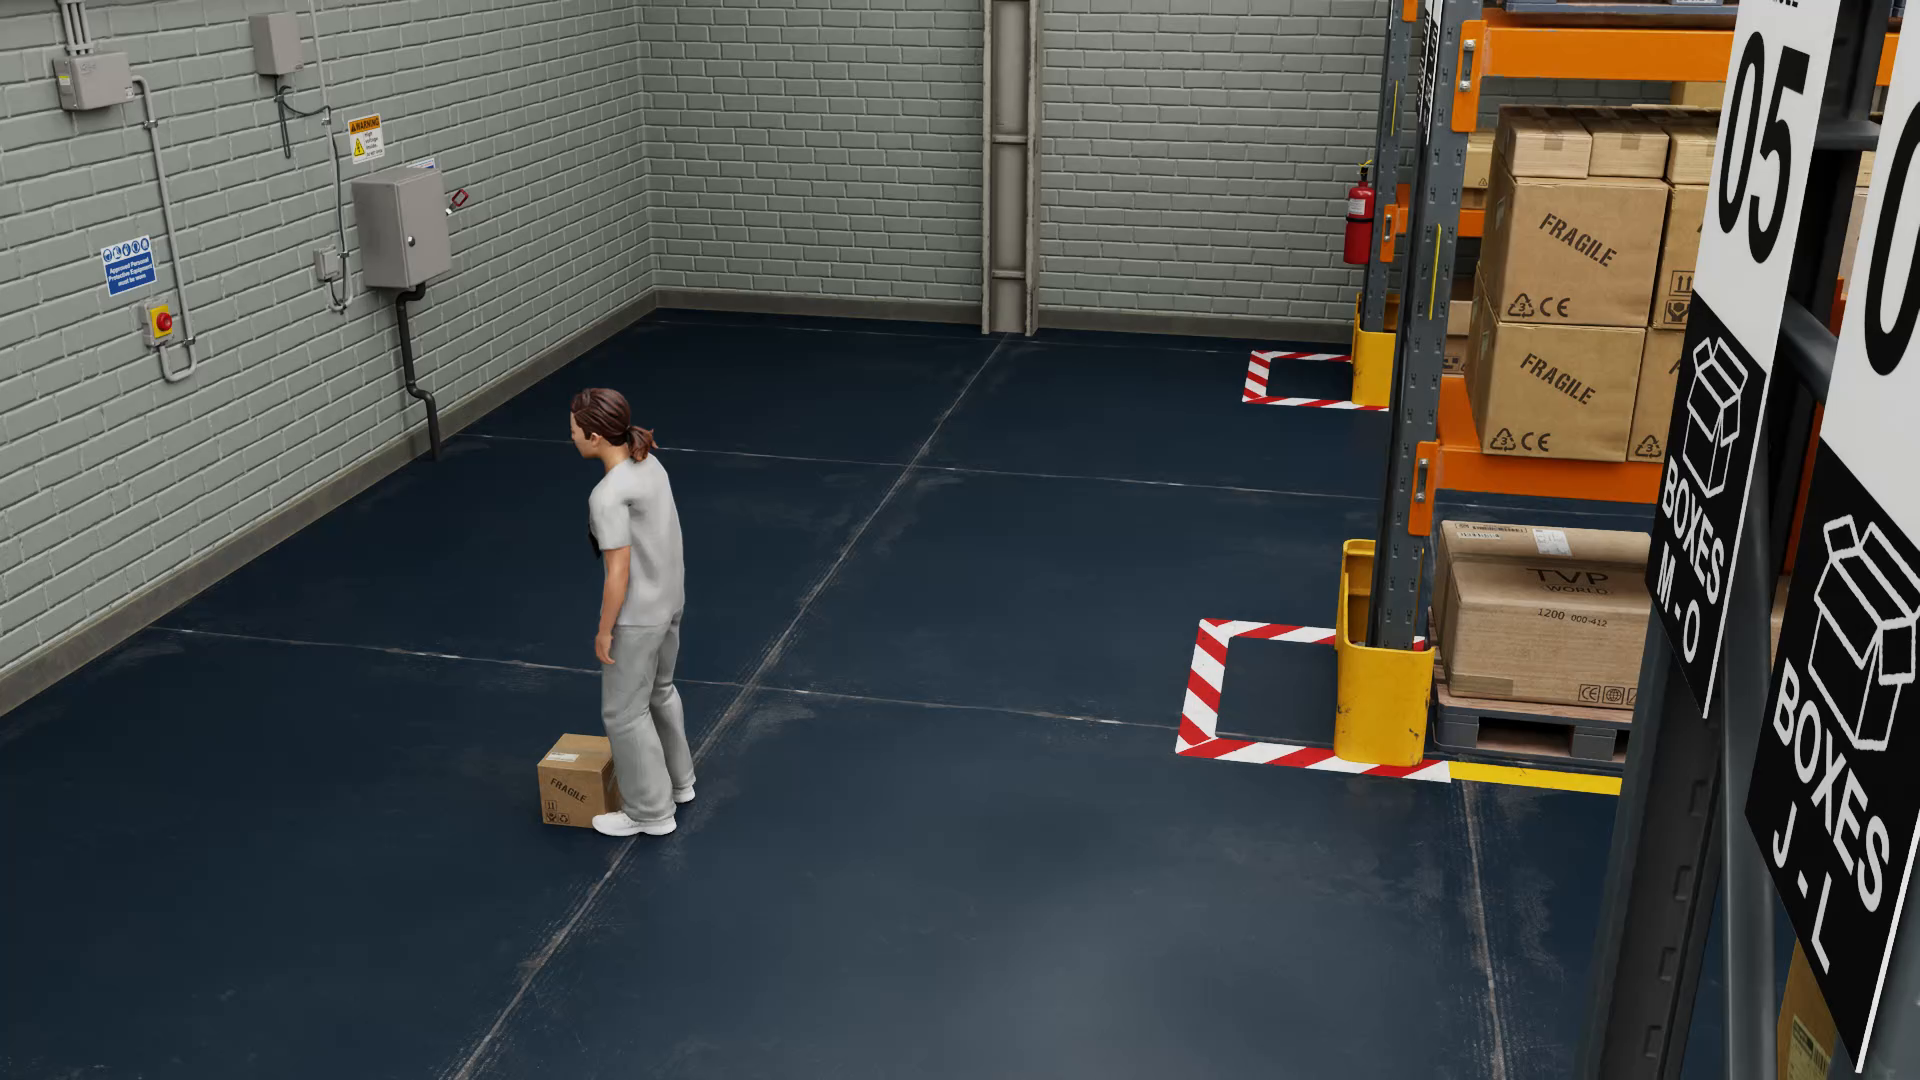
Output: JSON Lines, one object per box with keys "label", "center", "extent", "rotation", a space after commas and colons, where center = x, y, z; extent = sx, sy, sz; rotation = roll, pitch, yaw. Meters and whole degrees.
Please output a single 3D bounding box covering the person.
{"label": "person", "center": [-1.163, 0.258, 5.938], "extent": [0.353, 1.673, 0.492], "rotation": [4, 22, 11]}
